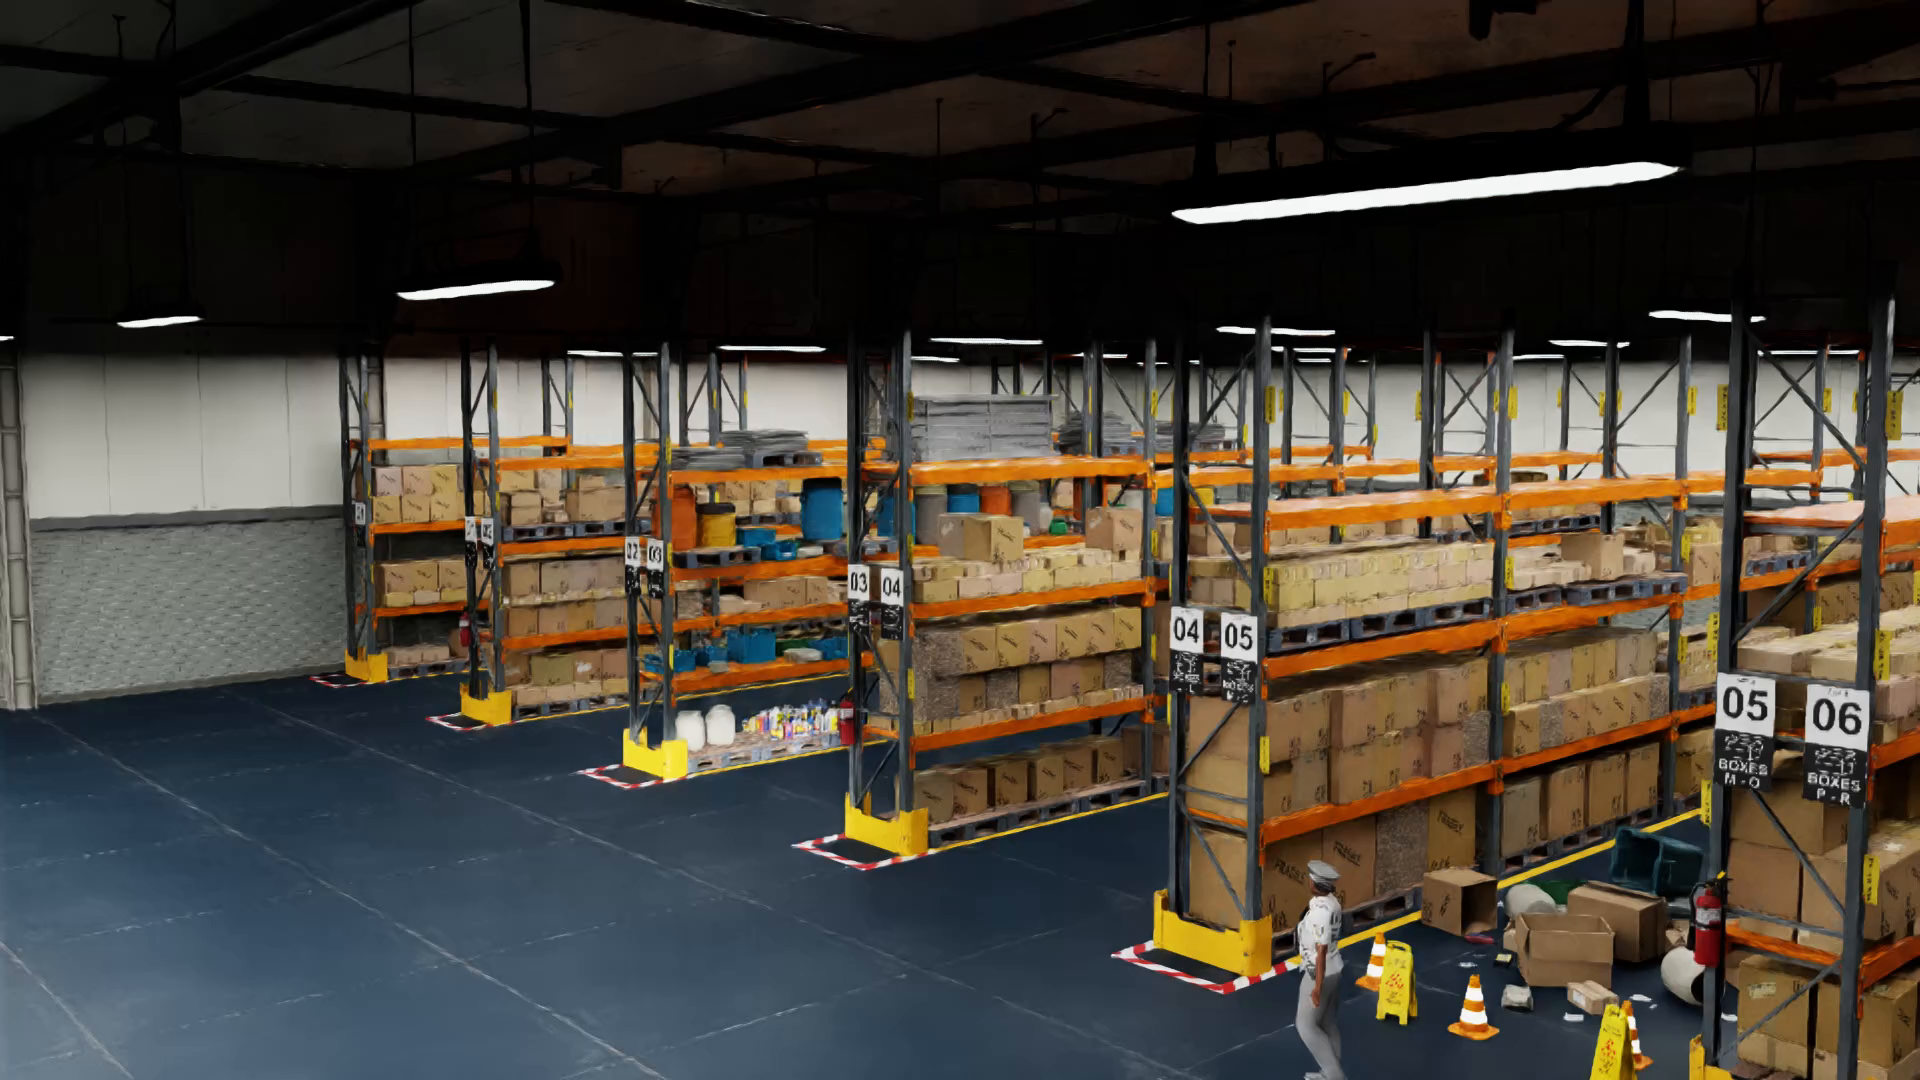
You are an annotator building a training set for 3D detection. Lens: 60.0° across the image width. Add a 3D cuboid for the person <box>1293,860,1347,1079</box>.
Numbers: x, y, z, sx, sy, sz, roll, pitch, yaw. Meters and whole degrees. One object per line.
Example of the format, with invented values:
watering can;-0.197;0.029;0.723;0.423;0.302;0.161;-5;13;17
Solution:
person;2.677;3.228;12.277;0.407;1.668;0.571;2;6;23
